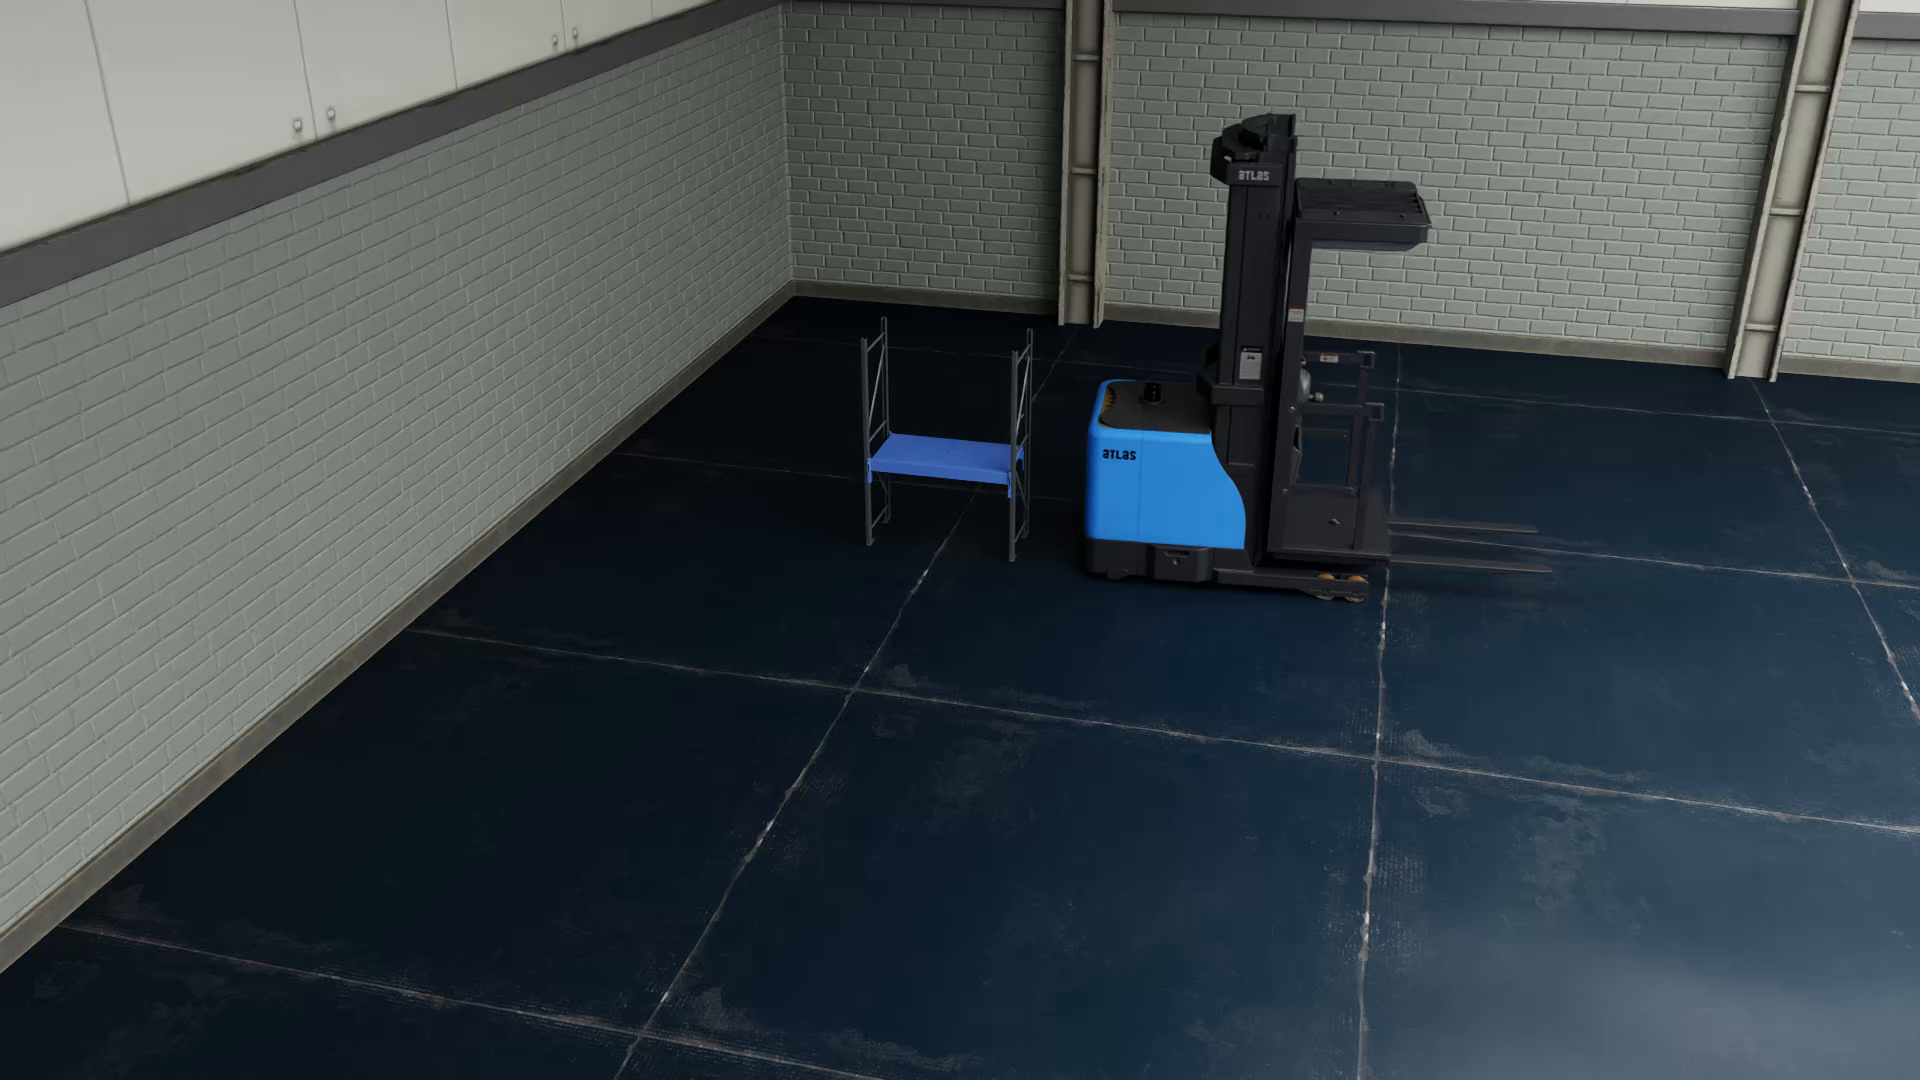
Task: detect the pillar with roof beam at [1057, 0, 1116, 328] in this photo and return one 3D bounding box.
[{"bbox_3d":[0.094,-4.380,10.363,0.400,9.000,9.100,6,26,13],"label":"pillar with roof beam"}]

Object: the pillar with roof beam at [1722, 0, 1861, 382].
[{"bbox_3d":[5.905,-3.737,9.014,0.400,9.000,9.100,6,26,13],"label":"pillar with roof beam"}]

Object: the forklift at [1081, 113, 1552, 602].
[{"bbox_3d":[2.370,-1.167,10.674,3.031,2.935,1.130,4,26,8],"label":"forklift"}]

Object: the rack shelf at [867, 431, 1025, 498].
[{"bbox_3d":[-0.083,-0.524,11.406,1.000,0.185,0.538,6,26,13],"label":"rack shelf"}]

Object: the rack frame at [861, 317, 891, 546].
[{"bbox_3d":[-0.575,-0.741,11.443,0.032,1.500,0.500,6,26,13],"label":"rack frame"}]

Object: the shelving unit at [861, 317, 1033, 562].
[{"bbox_3d":[-0.083,-0.686,11.328,1.048,1.500,0.538,6,26,13],"label":"shelving unit"}]

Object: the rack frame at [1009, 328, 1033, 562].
[{"bbox_3d":[0.410,-0.632,11.214,0.032,1.500,0.500,6,26,13],"label":"rack frame"}]
